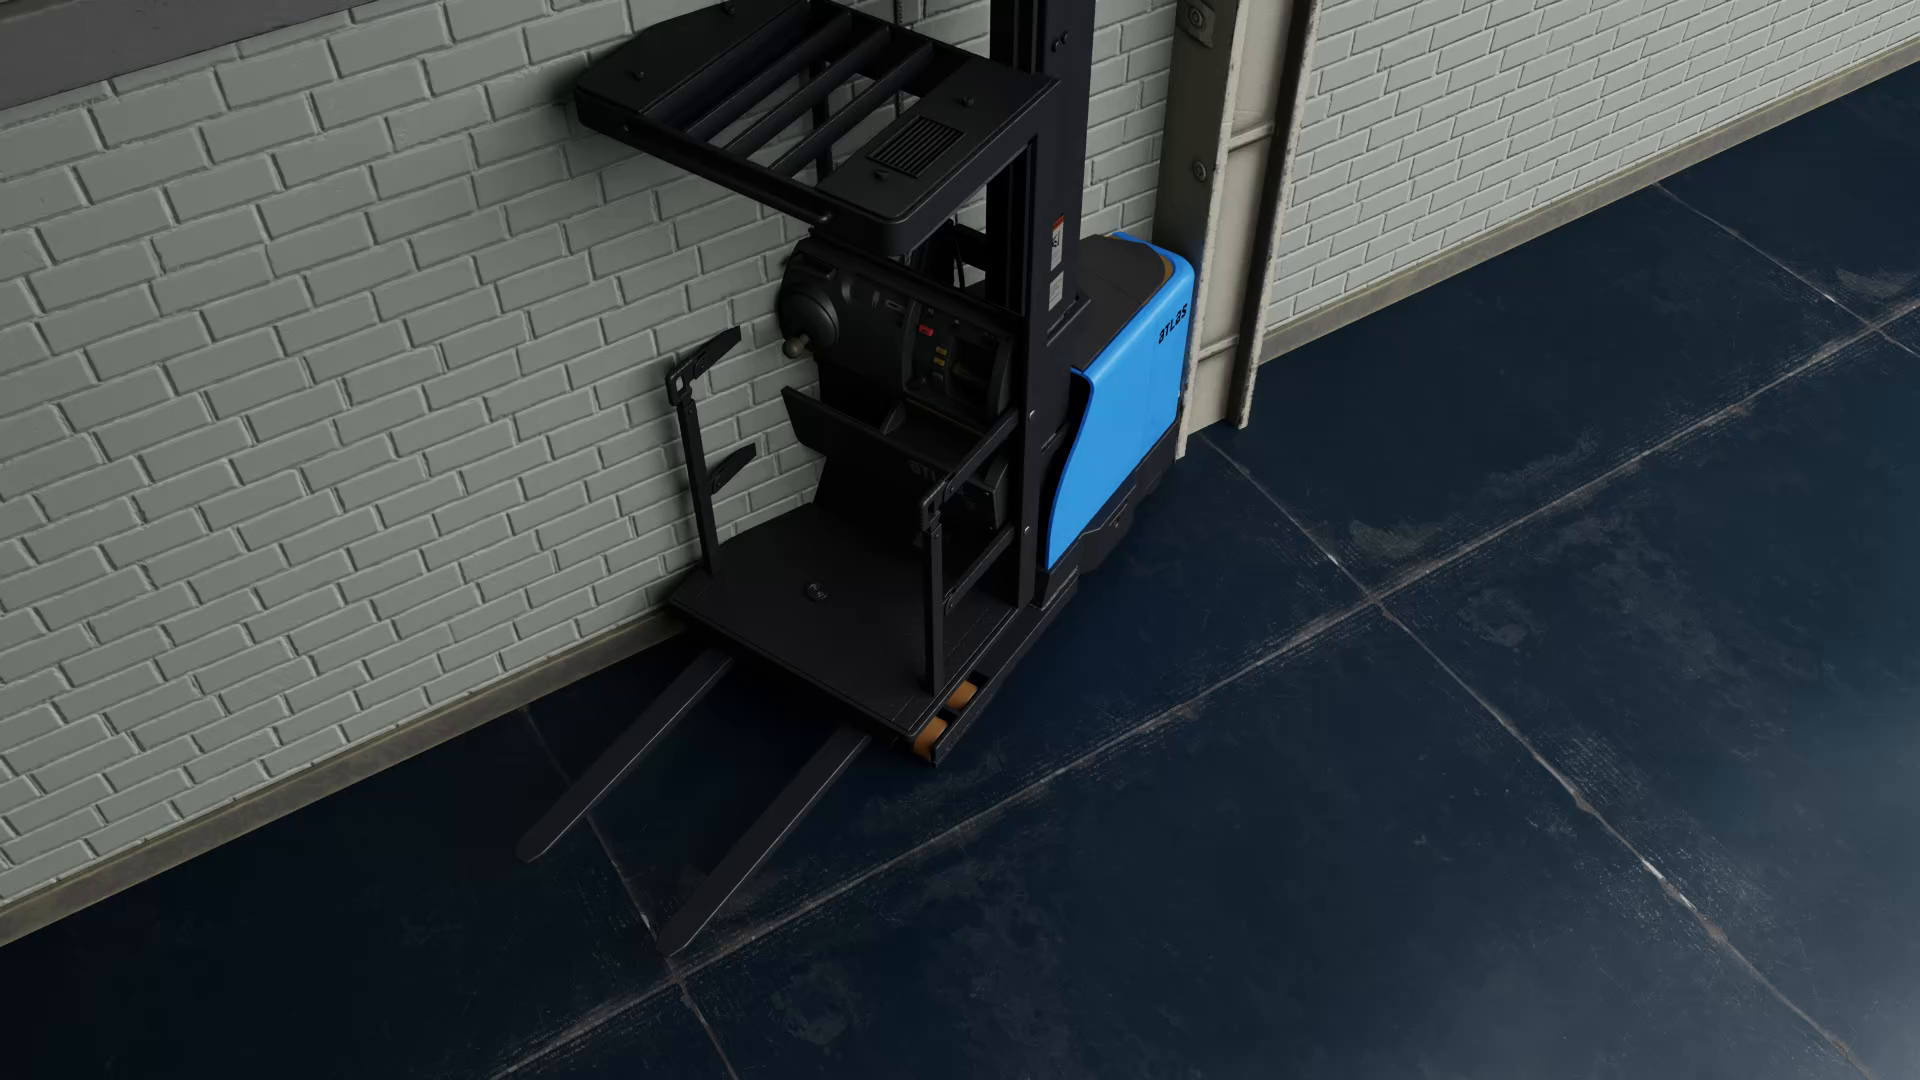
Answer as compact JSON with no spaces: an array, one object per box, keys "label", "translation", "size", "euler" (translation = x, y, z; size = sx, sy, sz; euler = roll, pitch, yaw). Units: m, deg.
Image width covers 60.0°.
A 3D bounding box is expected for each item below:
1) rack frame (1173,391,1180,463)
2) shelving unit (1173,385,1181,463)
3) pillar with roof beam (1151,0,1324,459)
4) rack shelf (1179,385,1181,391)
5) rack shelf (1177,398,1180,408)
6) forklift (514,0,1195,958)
[{"label":"rack frame","translation":[0.820,-0.705,6.763],"size":[0.006,0.900,0.240],"euler":[-25,47,-21]},{"label":"shelving unit","translation":[0.734,-0.664,6.726],"size":[0.210,0.900,0.258],"euler":[-25,47,-21]},{"label":"pillar with roof beam","translation":[3.286,-0.786,1.370],"size":[0.400,9.000,9.100],"euler":[-25,53,-21]},{"label":"rack shelf","translation":[0.736,-0.640,6.749],"size":[0.200,0.077,0.258],"euler":[-25,47,-21]},{"label":"rack shelf","translation":[0.739,-0.575,6.810],"size":[0.200,0.077,0.258],"euler":[-25,47,-21]},{"label":"forklift","translation":[-0.349,-0.588,5.256],"size":[1.130,2.935,3.031],"euler":[27,54,22]}]
